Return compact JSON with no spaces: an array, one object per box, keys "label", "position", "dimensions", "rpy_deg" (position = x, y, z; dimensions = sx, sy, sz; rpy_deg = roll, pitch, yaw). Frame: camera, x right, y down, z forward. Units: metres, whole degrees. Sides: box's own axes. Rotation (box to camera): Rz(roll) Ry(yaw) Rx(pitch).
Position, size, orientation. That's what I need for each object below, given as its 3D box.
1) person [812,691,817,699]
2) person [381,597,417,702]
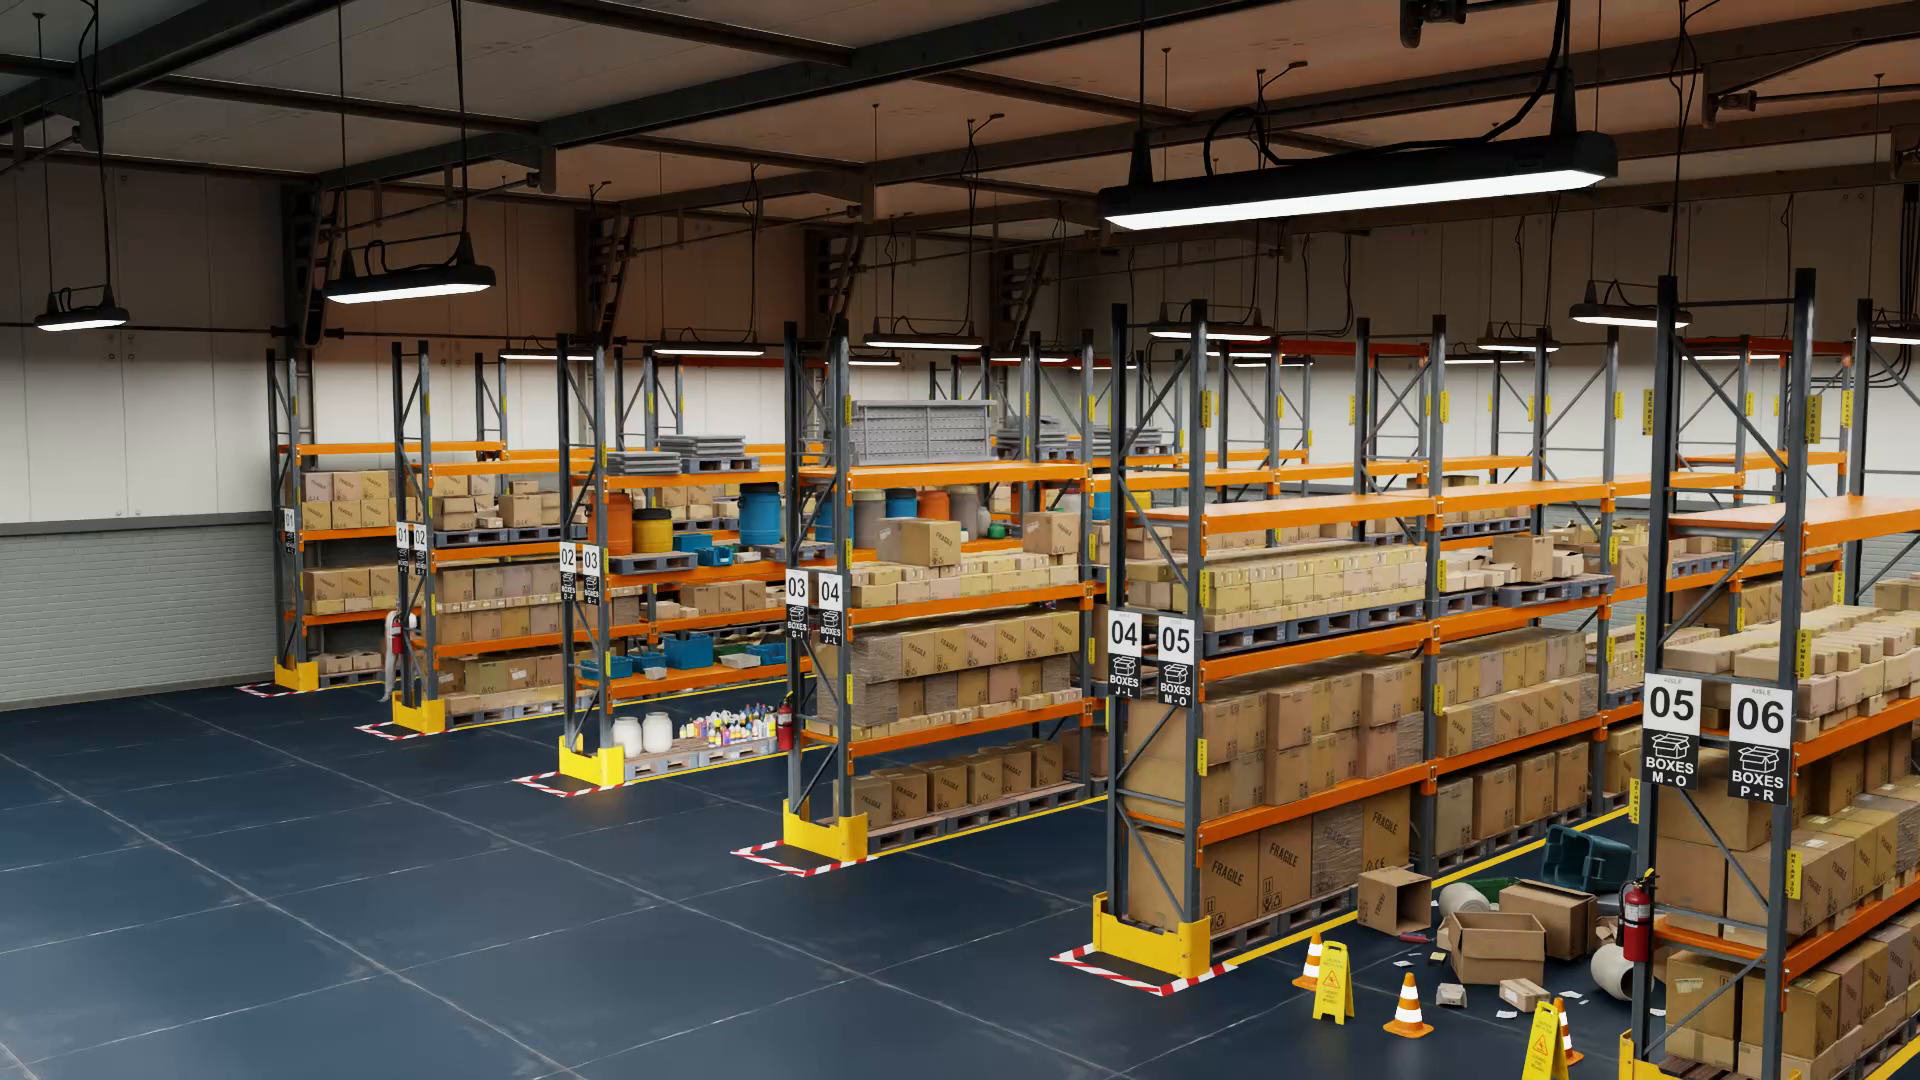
[{"label":"person","position":[-2.015,1.871,26.589],"dimensions":[0.466,1.521,1.036],"rpy_deg":[-2,5,-21]},{"label":"person","position":[-9.619,1.860,28.479],"dimensions":[0.564,1.749,0.798],"rpy_deg":[0,5,-4]}]
